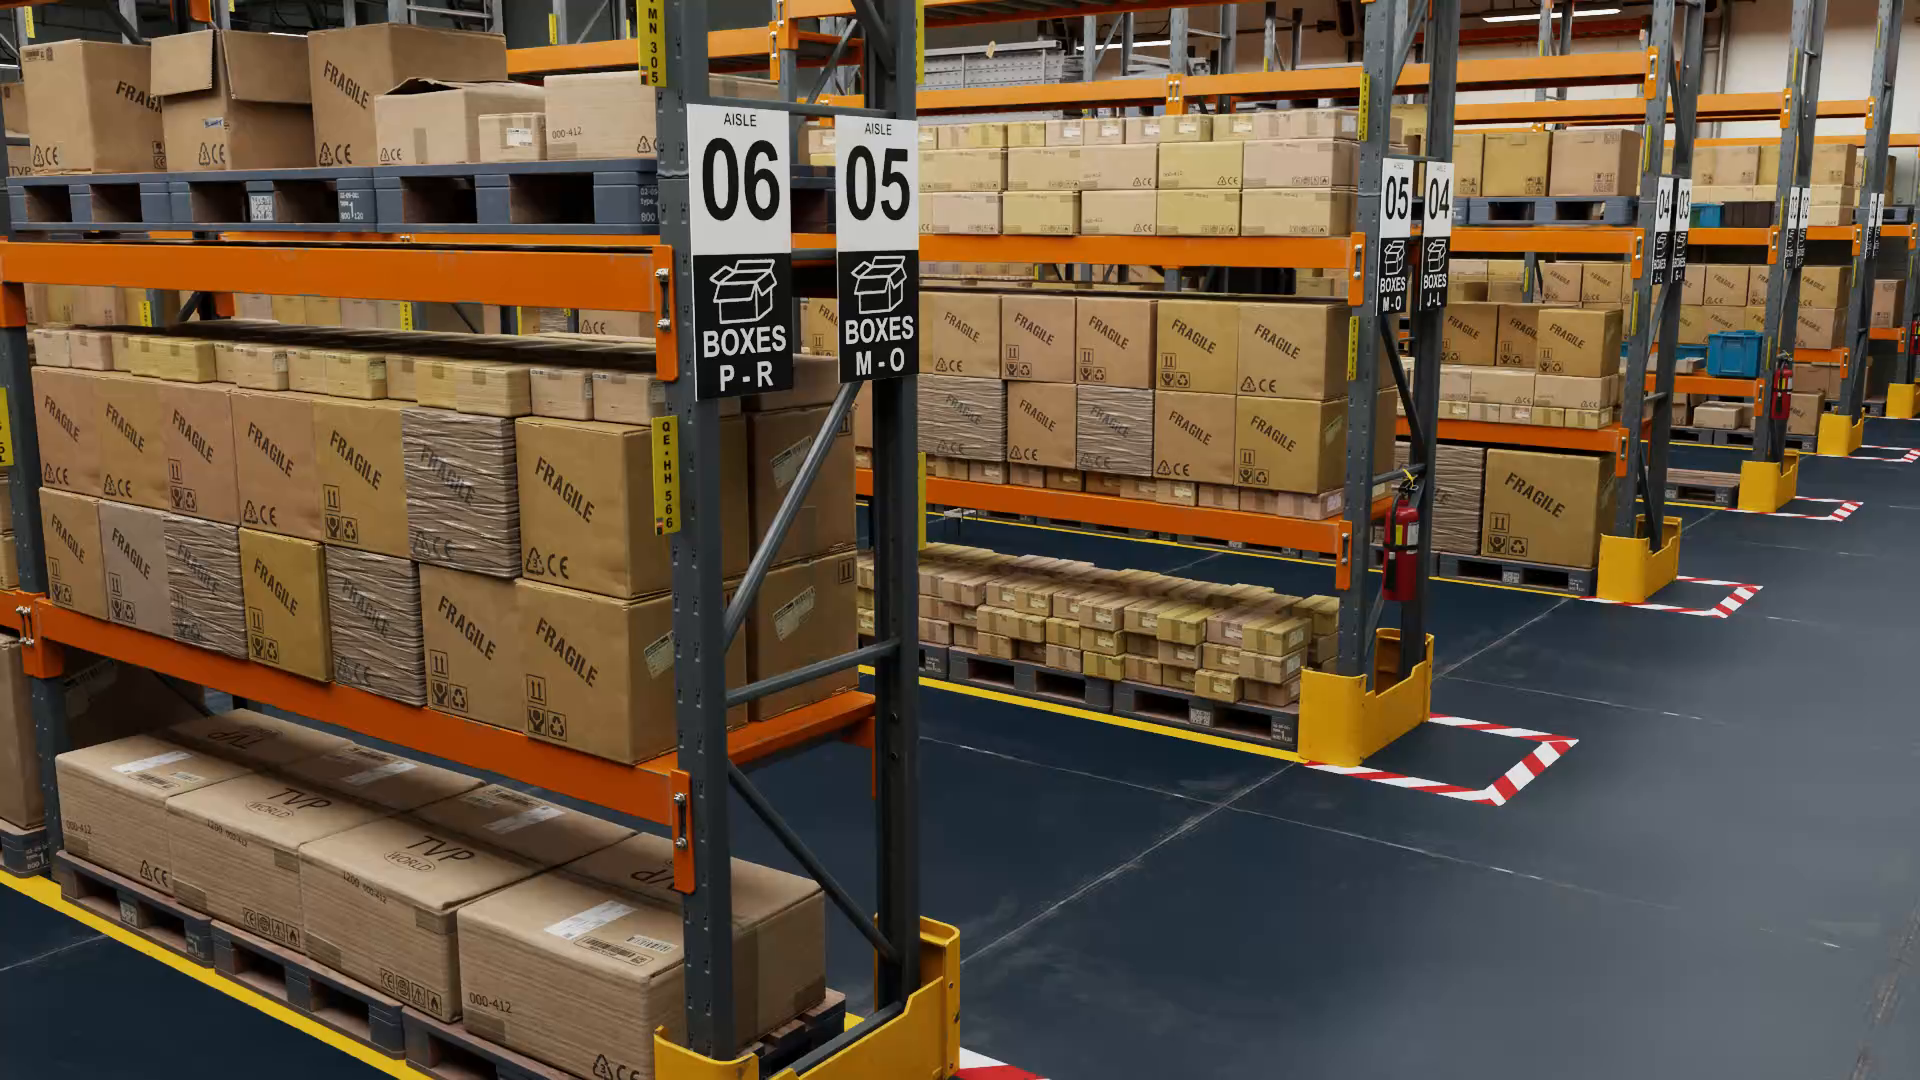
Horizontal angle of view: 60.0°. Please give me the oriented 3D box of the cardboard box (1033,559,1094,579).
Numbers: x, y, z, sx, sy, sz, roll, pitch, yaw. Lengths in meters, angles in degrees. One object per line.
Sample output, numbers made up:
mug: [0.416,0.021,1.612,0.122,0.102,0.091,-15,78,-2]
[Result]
cardboard box: [0.682,0.242,10.933,0.250,0.149,0.380,7,13,34]

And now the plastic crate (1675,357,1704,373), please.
plastic crate: [7.555,-1.815,17.271,0.243,0.136,0.396,8,13,36]

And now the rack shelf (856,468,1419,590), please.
rack shelf: [0.758,-0.216,10.366,4.000,0.370,1.077,8,13,36]

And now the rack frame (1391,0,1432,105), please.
rack frame: [5.095,-5.246,18.675,0.127,3.000,1.000,8,13,36]

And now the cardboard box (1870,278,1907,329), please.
cardboard box: [13.766,-3.571,25.020,0.700,0.700,0.980,9,14,38]

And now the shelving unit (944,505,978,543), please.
shelving unit: [0.007,-0.441,15.160,0.210,0.900,0.258,8,13,36]

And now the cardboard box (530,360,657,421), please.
cardboard box: [-1.105,-0.469,5.172,0.250,0.149,0.380,8,14,37]

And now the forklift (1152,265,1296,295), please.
forklift: [2.644,-1.897,17.337,3.031,2.935,1.130,9,14,38]

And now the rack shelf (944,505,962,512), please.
rack shelf: [0.007,-0.320,15.183,0.200,0.077,0.258,8,13,36]

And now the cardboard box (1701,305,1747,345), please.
cardboard box: [9.913,-2.781,21.467,0.500,0.500,0.500,8,14,36]

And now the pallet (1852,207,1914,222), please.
pallet: [13.579,-4.879,24.907,1.213,0.211,1.003,8,13,36]

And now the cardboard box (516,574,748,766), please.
cardboard box: [-1.024,0.362,5.221,0.500,0.500,0.500,8,14,36]

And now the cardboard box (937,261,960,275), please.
cardboard box: [0.007,-4.862,28.807,0.500,0.500,0.700,8,14,36]

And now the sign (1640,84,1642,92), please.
sign: [10.648,-7.176,25.983,0.005,0.325,0.100,8,13,36]

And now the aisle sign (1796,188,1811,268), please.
aisle sign: [8.553,-3.165,16.867,0.004,0.787,0.394,8,13,36]

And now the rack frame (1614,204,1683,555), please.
rack frame: [5.388,-1.093,13.001,0.127,3.000,1.000,8,13,36]

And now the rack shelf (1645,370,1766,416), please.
rack shelf: [6.707,-1.723,18.151,4.000,0.370,1.077,8,13,36]

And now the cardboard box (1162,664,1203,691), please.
cardboard box: [1.393,0.765,9.798,0.250,0.149,0.380,8,13,35]

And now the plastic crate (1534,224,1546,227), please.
plastic crate: [6.346,-3.559,18.547,0.466,0.136,0.293,8,13,36]

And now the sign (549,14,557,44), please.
sign: [-4.620,-5.804,18.890,0.005,0.325,0.100,8,13,36]

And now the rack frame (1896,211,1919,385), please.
rack frame: [14.183,-3.368,24.760,0.127,3.000,1.000,8,13,36]

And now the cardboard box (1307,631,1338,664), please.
cardboard box: [2.100,0.604,9.845,0.250,0.149,0.380,9,14,38]

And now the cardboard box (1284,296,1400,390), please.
cardboard box: [2.166,-1.122,9.473,0.500,0.500,0.500,8,13,35]

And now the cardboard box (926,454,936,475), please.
cardboard box: [-0.105,-0.518,10.693,0.250,0.149,0.380,7,13,33]

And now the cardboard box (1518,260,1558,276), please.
cardboard box: [9.614,-4.520,27.644,0.500,0.250,0.500,8,14,37]

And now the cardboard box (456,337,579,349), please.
cardboard box: [-1.637,-0.664,6.184,0.250,0.149,0.380,8,14,36]

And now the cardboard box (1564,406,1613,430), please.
cardboard box: [4.906,-0.959,12.972,0.250,0.149,0.380,8,14,37]

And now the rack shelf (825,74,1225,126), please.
rack shelf: [0.552,-4.163,16.025,4.000,0.370,1.077,8,13,36]

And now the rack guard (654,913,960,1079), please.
rack guard: [-0.459,1.654,5.383,0.348,0.500,1.175,8,13,36]

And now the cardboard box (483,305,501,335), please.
cardboard box: [-5.455,-2.799,20.777,0.500,0.500,0.875,8,13,36]

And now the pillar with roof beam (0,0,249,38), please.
pillar with roof beam: [-24.365,-10.879,47.794,0.548,9.000,9.100,8,13,36]

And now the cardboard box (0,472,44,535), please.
cardboard box: [-4.201,-0.209,7.514,0.500,0.250,0.500,8,13,35]

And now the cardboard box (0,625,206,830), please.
cardboard box: [-4.249,0.754,7.943,0.875,0.875,0.875,8,14,37]

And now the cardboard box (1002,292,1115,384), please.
cardboard box: [0.593,-1.217,9.966,0.500,0.500,0.500,7,13,34]

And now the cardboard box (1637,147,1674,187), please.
cardboard box: [9.171,-4.889,21.833,0.500,0.500,0.700,8,13,36]

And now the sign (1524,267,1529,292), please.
sign: [7.705,-3.542,22.612,0.005,0.325,0.100,8,13,36]

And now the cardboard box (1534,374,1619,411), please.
cardboard box: [4.840,-1.179,13.059,0.500,0.250,0.500,8,13,35]

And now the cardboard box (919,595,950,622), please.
cardboard box: [-0.060,0.410,10.850,0.250,0.149,0.380,7,13,33]

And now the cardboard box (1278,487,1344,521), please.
cardboard box: [1.940,-0.215,9.125,0.250,0.149,0.380,8,14,36]

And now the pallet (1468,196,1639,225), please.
pallet: [4.784,-2.604,13.148,1.213,0.211,1.003,8,13,36]

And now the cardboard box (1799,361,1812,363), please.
cardboard box: [13.169,-2.830,25.749,0.250,0.149,0.380,8,14,36]

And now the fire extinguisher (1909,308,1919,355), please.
fire extinguisher: [14.032,-3.059,24.350,0.183,0.674,0.296,8,13,36]

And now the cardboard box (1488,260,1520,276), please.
cardboard box: [9.203,-4.577,27.940,0.500,0.250,0.500,8,13,34]

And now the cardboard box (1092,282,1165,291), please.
cardboard box: [1.644,-2.155,15.586,0.637,0.503,0.797,8,13,34]

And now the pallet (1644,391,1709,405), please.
pallet: [11.526,-2.351,26.846,1.213,0.211,1.003,8,13,36]

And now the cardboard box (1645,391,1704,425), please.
cardboard box: [9.548,-1.839,22.270,0.637,0.503,0.797,8,13,36]

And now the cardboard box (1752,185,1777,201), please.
cardboard box: [10.286,-4.328,20.907,0.500,0.250,0.500,8,13,36]

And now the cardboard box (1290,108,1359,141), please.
cardboard box: [1.928,-2.177,8.740,0.250,0.149,0.380,8,13,35]

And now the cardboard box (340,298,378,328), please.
cardboard box: [-4.842,-1.893,14.241,0.500,0.500,0.700,8,13,35]

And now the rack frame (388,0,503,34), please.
rack frame: [-4.078,-4.190,13.214,0.127,3.000,1.000,8,13,36]

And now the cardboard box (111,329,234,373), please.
cardboard box: [-3.154,-0.760,6.677,0.250,0.149,0.380,8,13,35]

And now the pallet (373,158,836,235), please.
pallet: [-1.082,-1.087,5.306,1.213,0.211,1.003,8,13,36]

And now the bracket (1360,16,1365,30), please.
bracket: [7.324,-9.157,29.416,0.430,0.232,0.235,8,13,36]

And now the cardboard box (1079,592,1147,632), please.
cardboard box: [0.921,0.429,9.971,0.250,0.149,0.380,9,14,38]

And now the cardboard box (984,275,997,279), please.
cardboard box: [0.613,-4.410,28.177,0.250,0.149,0.380,8,13,35]

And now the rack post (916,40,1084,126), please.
rack post: [0.285,-6.035,22.229,3.121,1.000,1.013,8,13,36]

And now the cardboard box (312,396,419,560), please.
cardboard box: [-1.843,-0.244,5.717,0.500,0.500,0.500,8,13,35]
